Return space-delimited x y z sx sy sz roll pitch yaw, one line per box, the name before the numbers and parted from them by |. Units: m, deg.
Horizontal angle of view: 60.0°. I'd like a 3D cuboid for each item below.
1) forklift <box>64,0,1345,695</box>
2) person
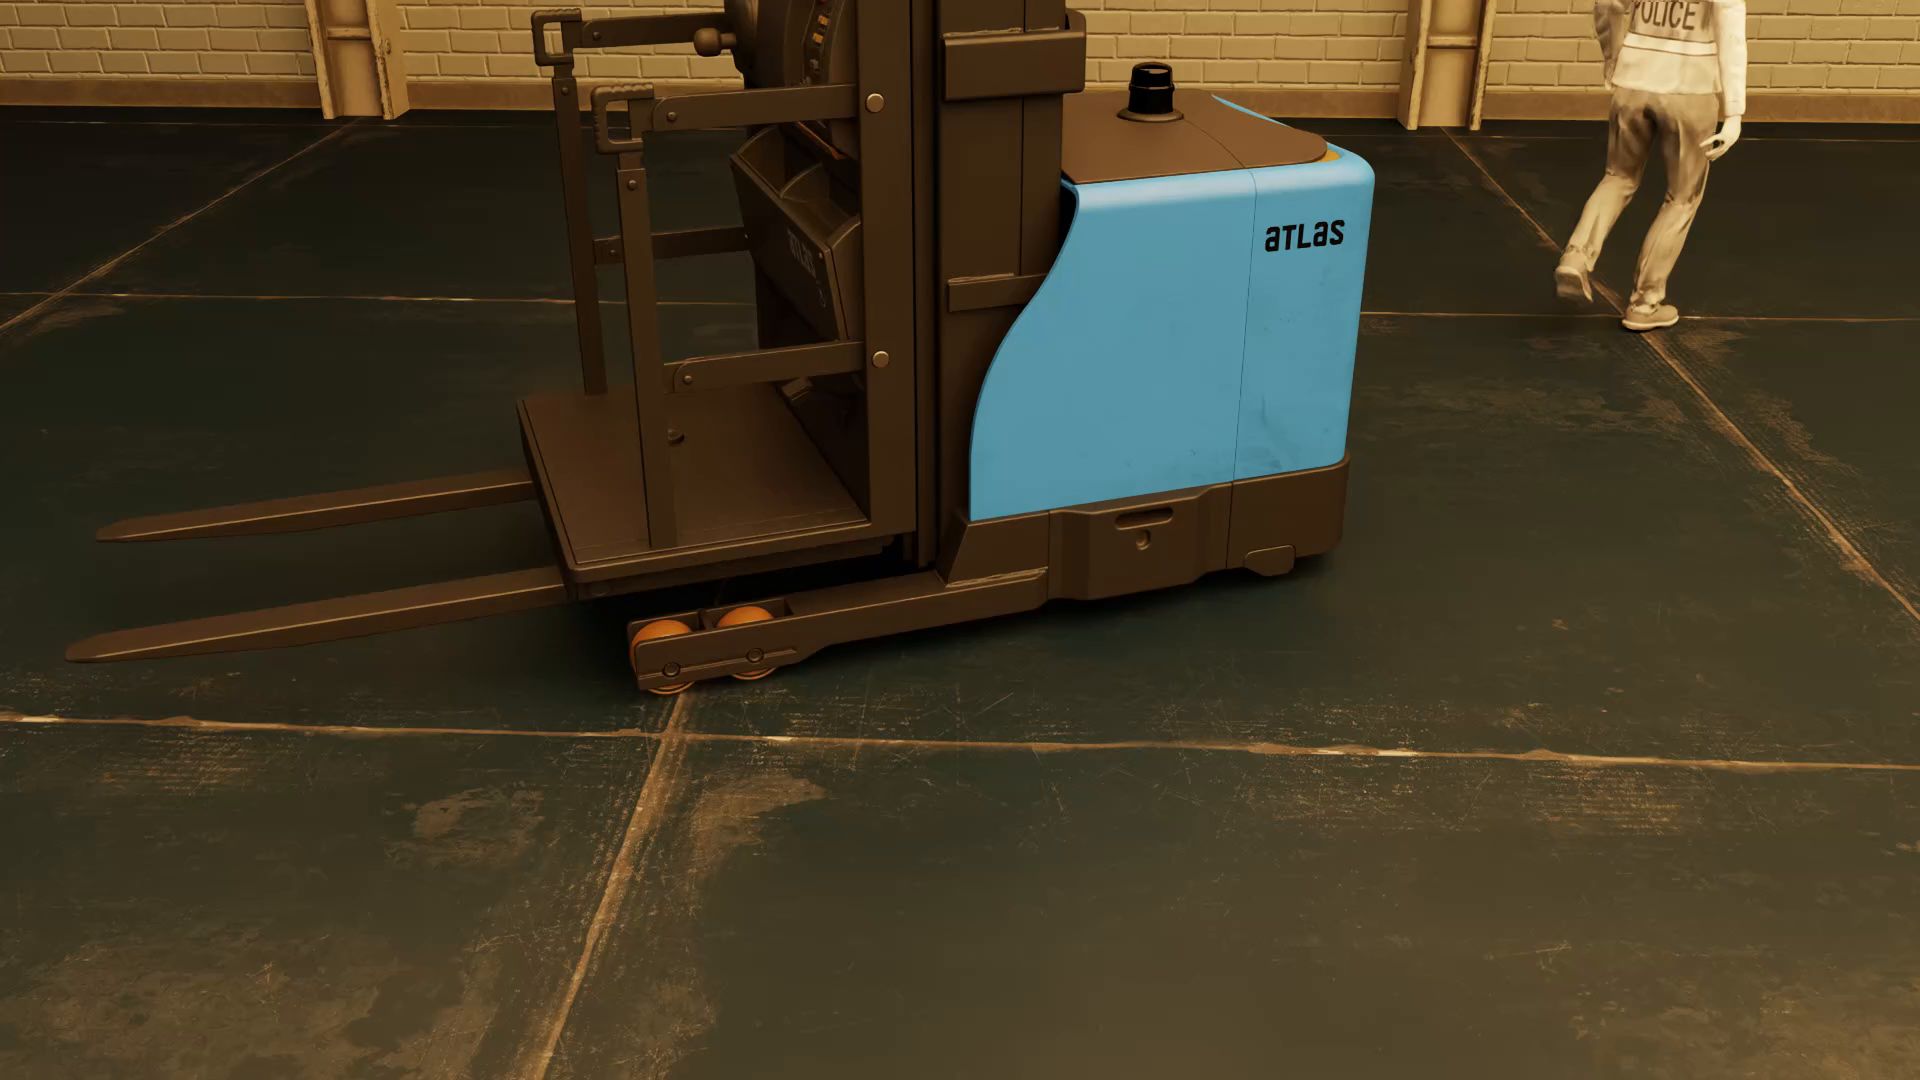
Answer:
forklift | -0.575 -1.226 3.694 3.031 2.935 1.121 -9 28 -17
person | 2.424 -1.526 5.761 0.508 1.649 0.694 -20 32 -34
